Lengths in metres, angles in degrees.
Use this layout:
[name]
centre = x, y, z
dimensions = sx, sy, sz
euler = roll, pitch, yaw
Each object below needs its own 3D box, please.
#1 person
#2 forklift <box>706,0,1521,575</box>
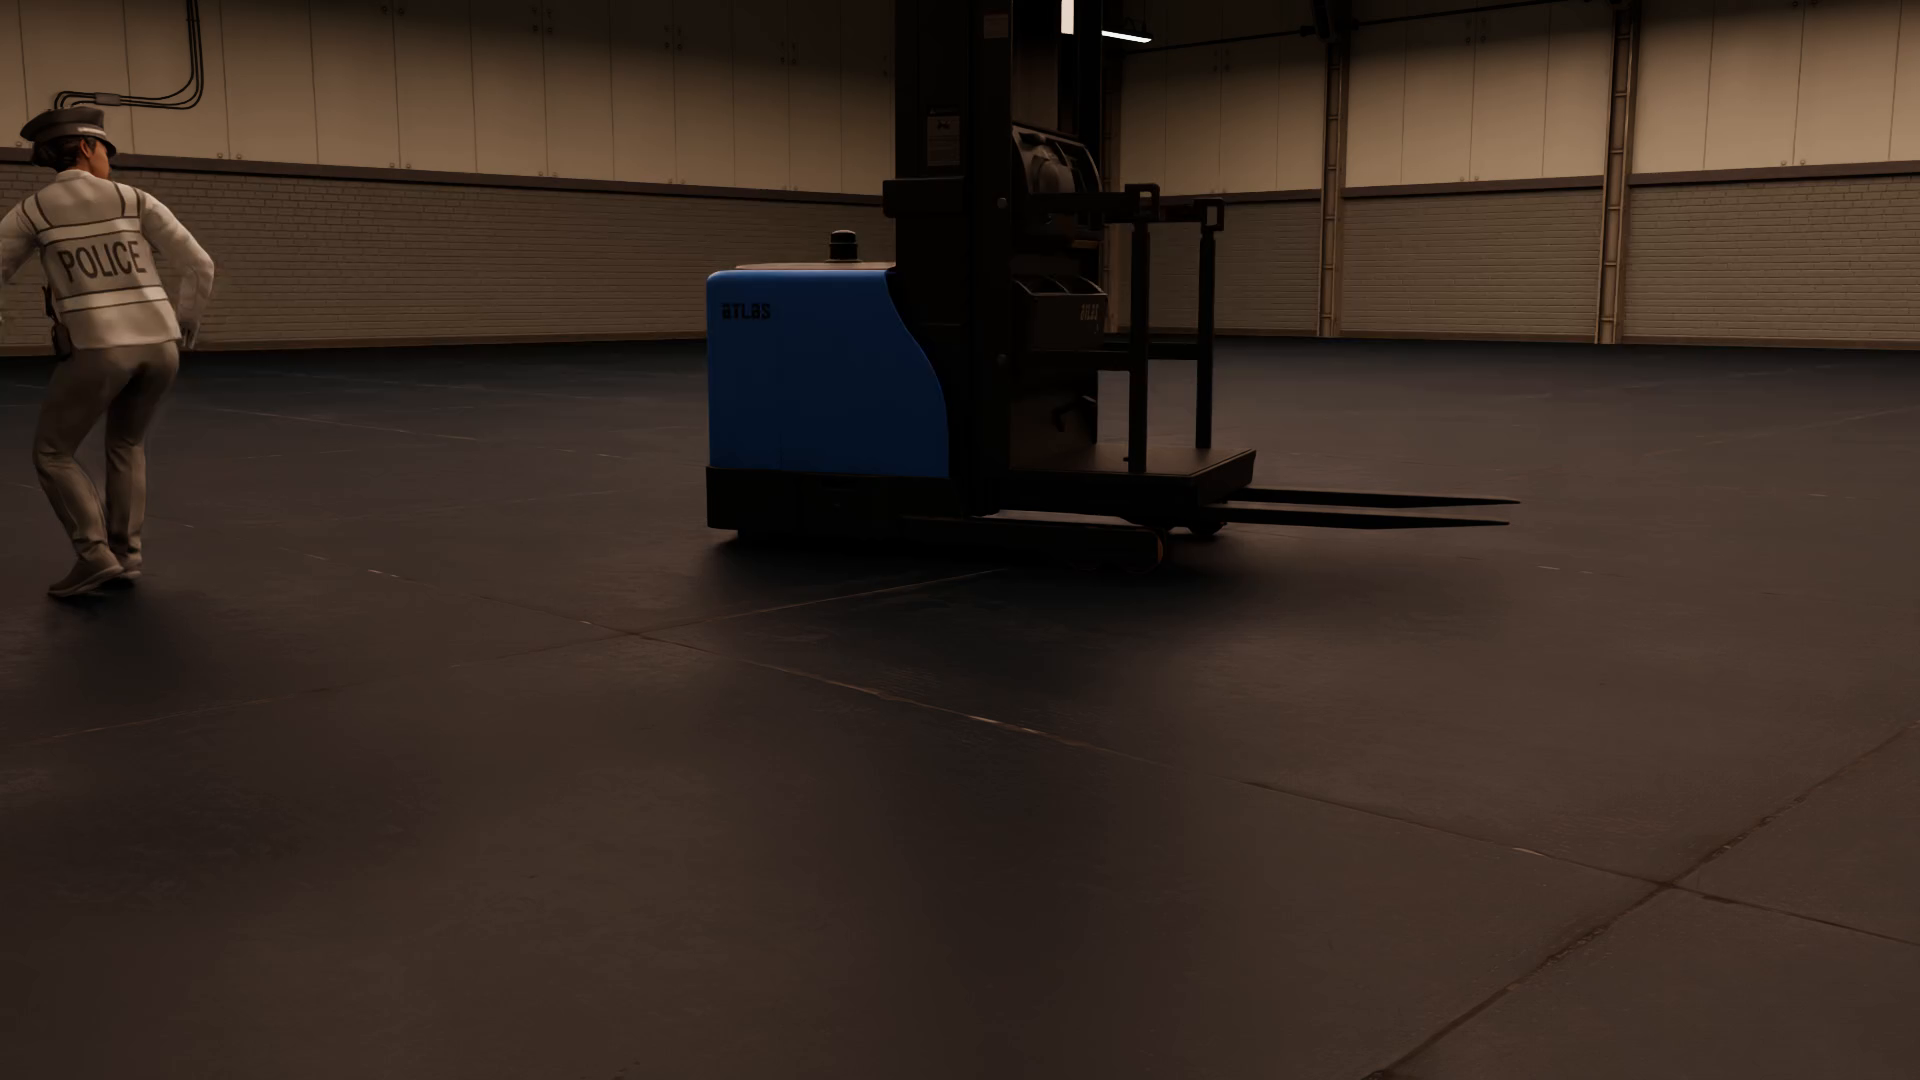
[person]
centre = -2.916, -0.627, 5.577
dimensions = 0.672, 1.592, 0.742
euler = 8, 12, 43
[forklift]
centre = 0.565, -1.416, 6.275
dimensions = 3.031, 2.935, 1.130
euler = 3, 9, 22
